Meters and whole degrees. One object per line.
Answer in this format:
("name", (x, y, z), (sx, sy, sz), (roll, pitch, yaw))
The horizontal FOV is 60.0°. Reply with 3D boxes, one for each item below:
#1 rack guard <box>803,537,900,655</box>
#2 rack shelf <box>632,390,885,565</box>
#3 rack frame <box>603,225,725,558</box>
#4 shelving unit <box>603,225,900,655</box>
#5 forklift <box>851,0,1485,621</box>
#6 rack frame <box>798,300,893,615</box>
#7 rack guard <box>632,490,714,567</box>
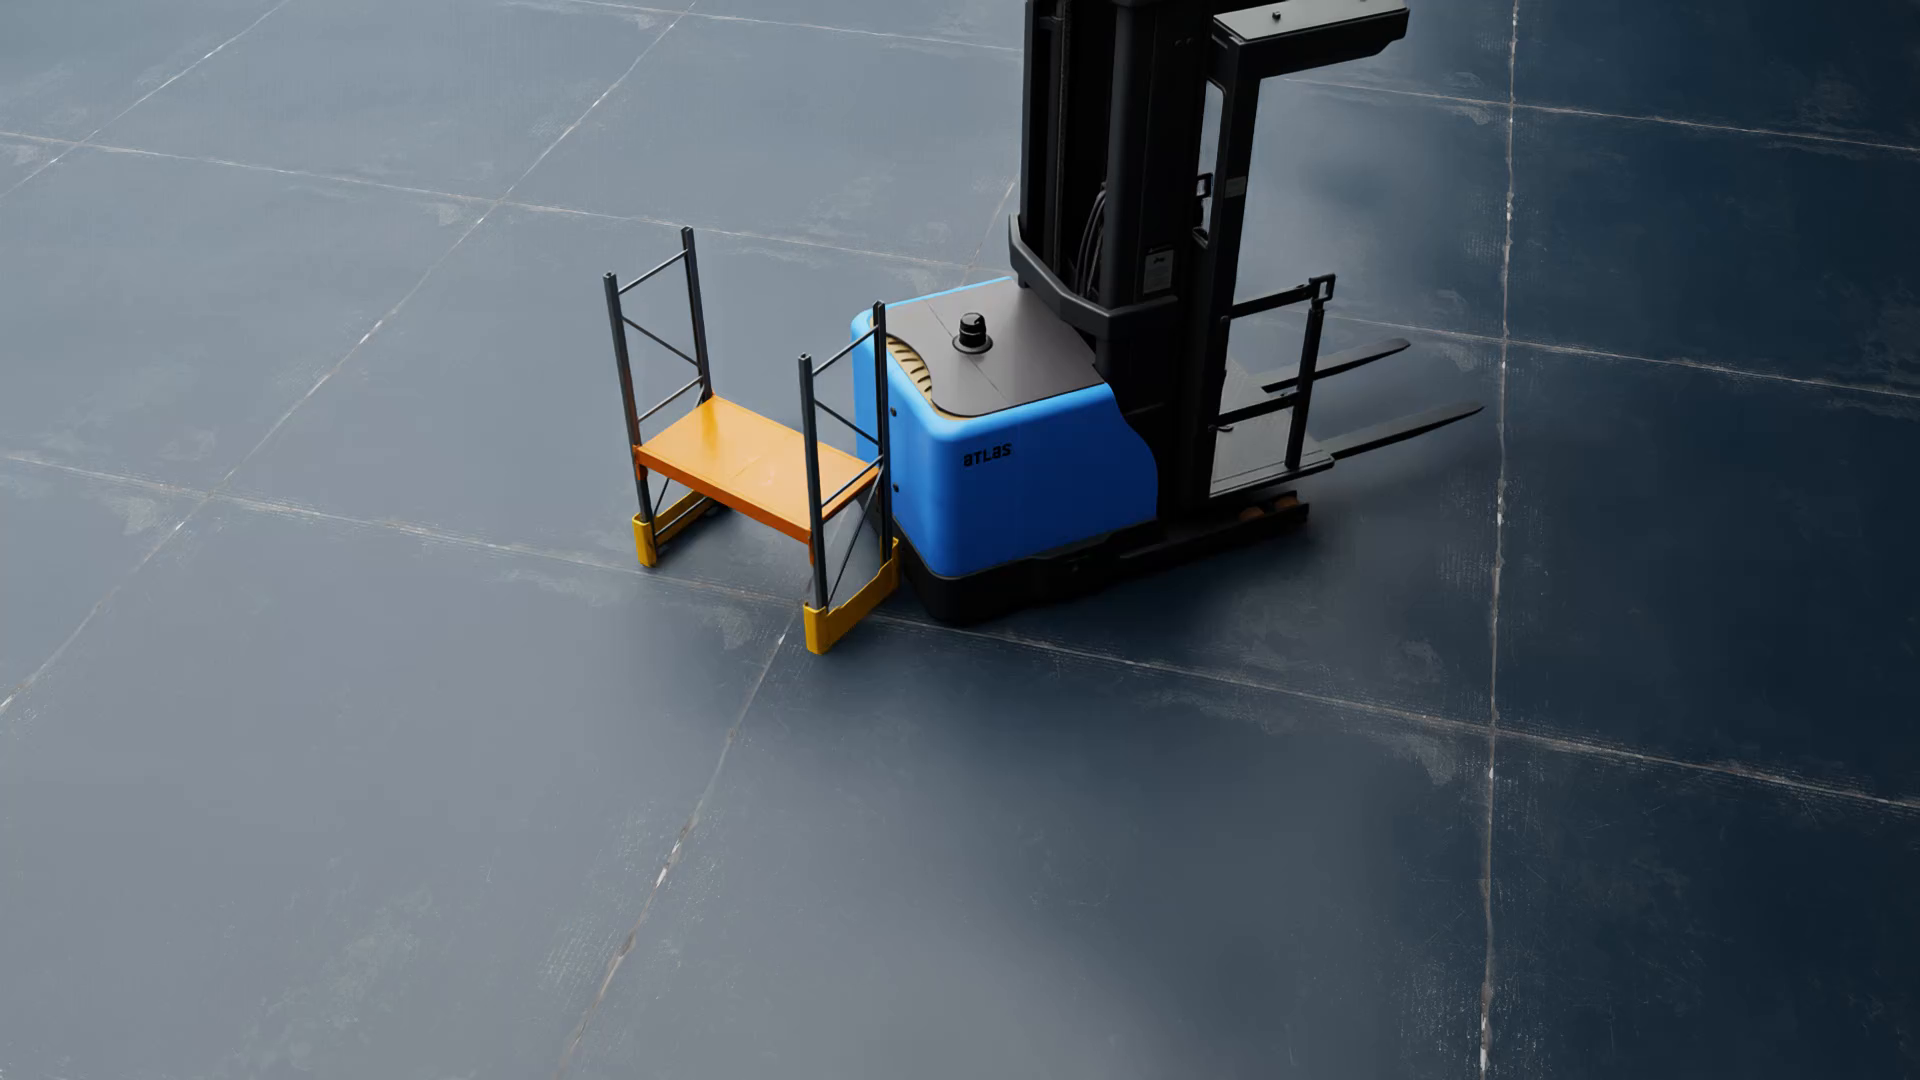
("rack guard", (-0.467, 0.237, 7.274), (0.087, 0.250, 0.587), (25, 46, 26))
("rack shelf", (-0.865, -0.287, 7.205), (1.000, 0.185, 0.538), (25, 46, 26))
("rack frame", (-1.279, -0.614, 7.315), (0.032, 1.500, 0.500), (25, 46, 26))
("shelving unit", (-0.873, -0.428, 7.093), (1.083, 1.500, 0.587), (25, 46, 26))
("forklift", (1.070, -1.404, 7.142), (3.031, 2.935, 1.130), (-16, 43, -18))
("rack frame", (-0.451, -0.235, 6.863), (0.032, 1.500, 0.500), (25, 46, 26))
("rack guard", (-1.278, -0.135, 7.717), (0.087, 0.250, 0.587), (25, 46, 26))
